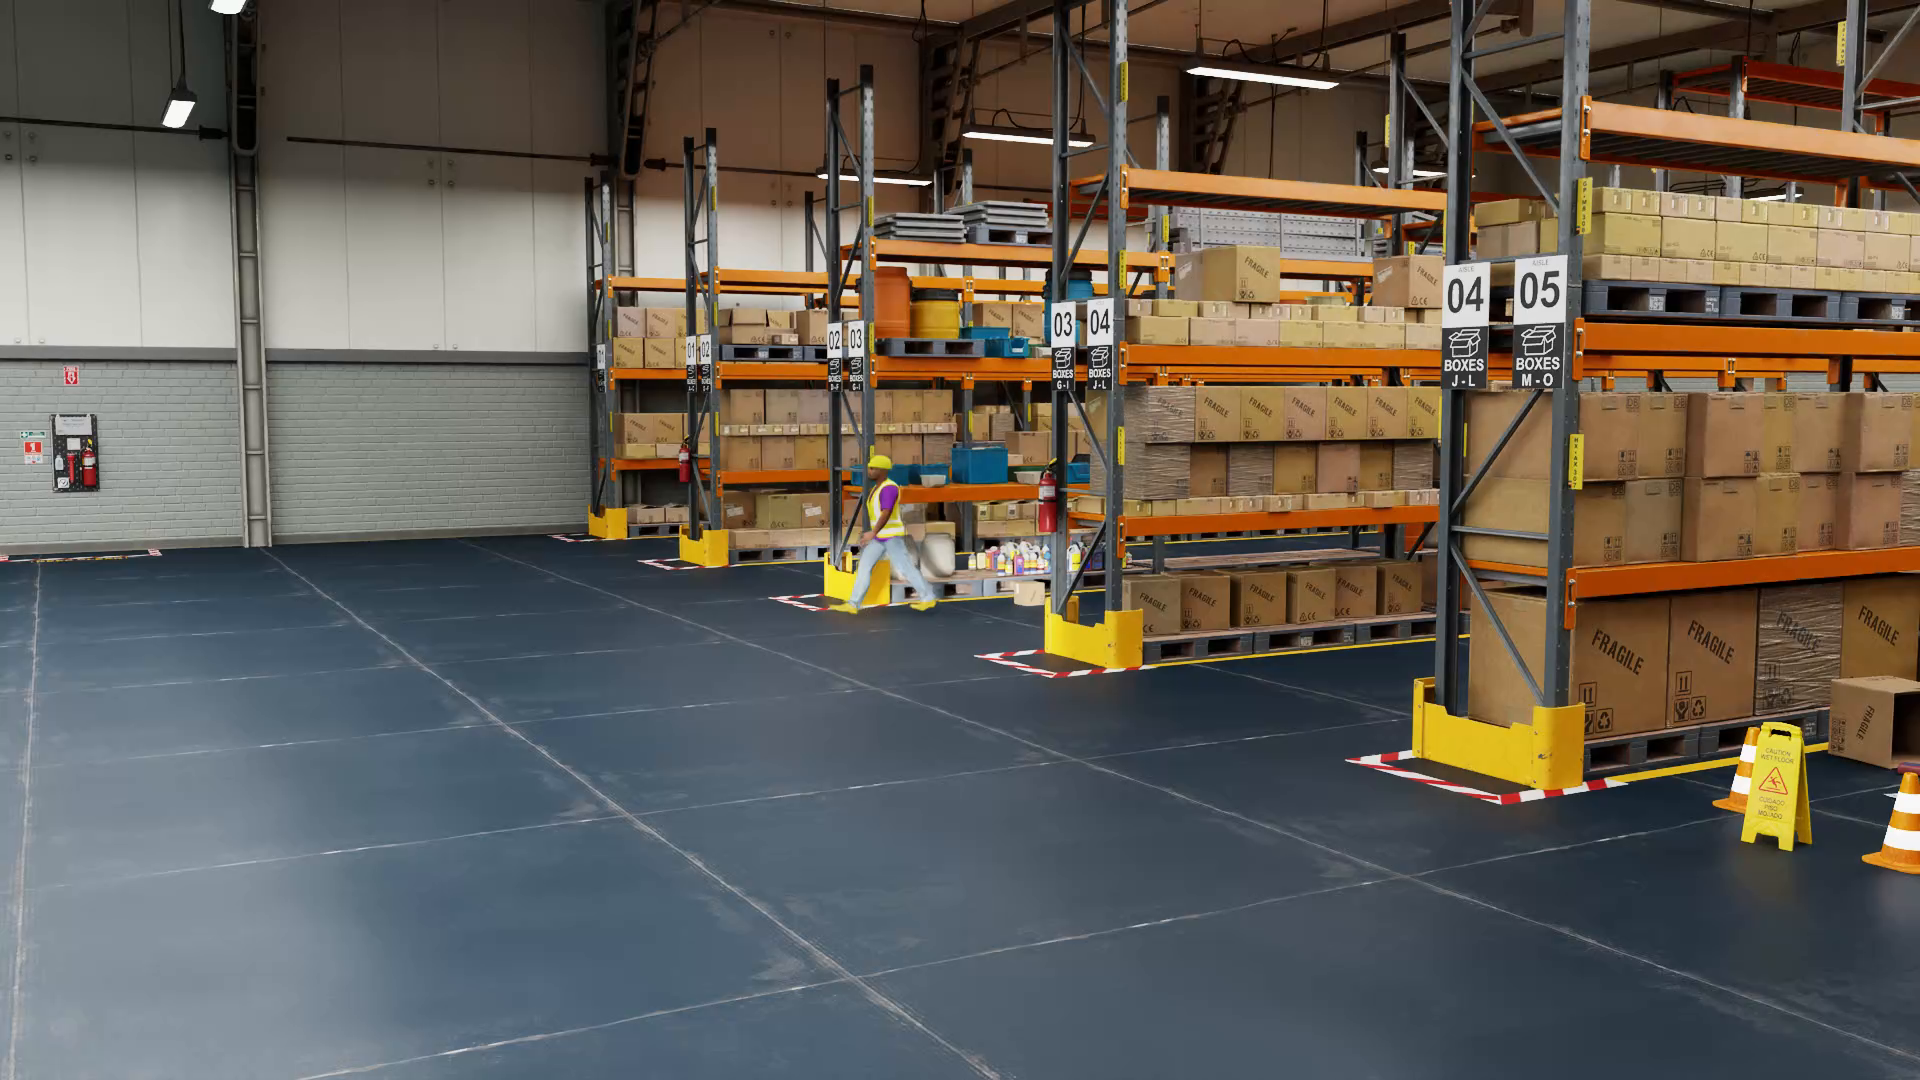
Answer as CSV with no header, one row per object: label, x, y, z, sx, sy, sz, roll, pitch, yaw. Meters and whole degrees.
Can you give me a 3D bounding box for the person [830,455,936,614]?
person,-0.823,-0.053,17.789,1.144,1.700,0.626,-2,5,-23
